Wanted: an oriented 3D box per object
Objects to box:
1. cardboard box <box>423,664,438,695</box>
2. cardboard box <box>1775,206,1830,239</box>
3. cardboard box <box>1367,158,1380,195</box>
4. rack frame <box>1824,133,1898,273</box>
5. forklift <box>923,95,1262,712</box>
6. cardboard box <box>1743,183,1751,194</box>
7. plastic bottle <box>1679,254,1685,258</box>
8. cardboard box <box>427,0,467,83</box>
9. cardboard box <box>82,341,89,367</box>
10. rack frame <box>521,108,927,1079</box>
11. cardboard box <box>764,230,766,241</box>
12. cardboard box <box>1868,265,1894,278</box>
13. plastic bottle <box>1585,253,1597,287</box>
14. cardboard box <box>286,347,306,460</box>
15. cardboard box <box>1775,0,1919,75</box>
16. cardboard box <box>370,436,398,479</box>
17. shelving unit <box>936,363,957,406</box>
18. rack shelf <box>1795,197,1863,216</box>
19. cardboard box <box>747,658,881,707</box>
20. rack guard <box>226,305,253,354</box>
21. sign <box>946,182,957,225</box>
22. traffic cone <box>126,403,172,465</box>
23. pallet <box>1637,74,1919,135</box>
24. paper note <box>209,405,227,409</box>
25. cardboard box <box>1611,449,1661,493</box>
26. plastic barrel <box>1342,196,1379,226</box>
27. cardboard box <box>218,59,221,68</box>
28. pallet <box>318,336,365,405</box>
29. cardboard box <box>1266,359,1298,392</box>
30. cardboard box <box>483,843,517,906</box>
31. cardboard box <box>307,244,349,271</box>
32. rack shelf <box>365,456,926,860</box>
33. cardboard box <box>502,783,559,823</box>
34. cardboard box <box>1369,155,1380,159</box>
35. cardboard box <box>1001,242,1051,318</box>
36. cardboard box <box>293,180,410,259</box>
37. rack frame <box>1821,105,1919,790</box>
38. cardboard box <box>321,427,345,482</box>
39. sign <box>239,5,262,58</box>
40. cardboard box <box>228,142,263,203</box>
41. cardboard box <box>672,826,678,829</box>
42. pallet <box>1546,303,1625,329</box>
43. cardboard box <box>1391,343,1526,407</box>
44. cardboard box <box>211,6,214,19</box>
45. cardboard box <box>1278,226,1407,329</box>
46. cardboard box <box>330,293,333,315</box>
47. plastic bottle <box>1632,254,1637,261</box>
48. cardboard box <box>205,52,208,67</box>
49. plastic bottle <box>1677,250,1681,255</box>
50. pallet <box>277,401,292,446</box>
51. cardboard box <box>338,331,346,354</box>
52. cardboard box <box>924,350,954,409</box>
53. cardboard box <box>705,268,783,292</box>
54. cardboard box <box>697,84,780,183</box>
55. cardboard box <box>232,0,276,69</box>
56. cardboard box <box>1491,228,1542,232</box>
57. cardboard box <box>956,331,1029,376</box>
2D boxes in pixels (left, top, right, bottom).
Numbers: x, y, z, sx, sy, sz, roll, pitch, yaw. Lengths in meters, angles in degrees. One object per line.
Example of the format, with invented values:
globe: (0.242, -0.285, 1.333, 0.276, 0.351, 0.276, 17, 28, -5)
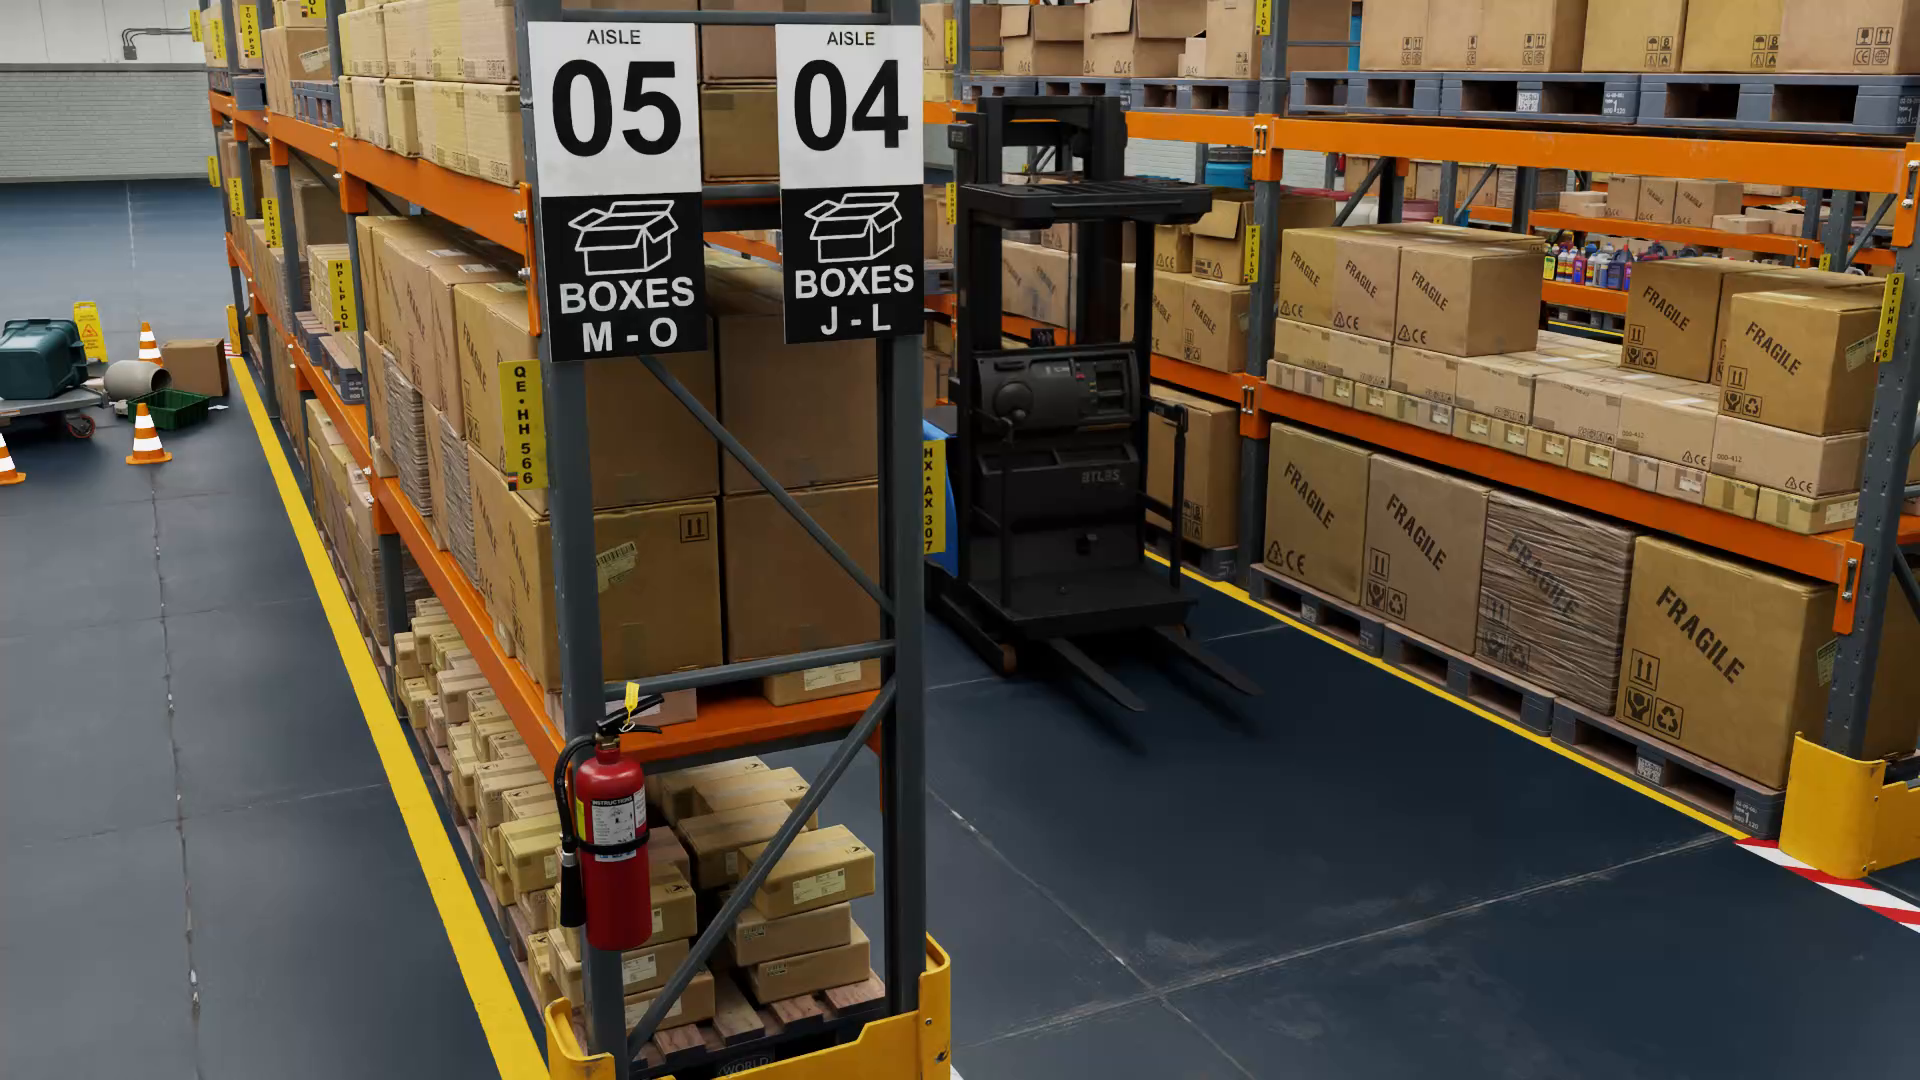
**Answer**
cardboard box: (-2.264, 0.577, 7.669, 0.380, 0.149, 0.250, -8, 18, -25)
cardboard box: (9.210, -3.444, 17.975, 0.500, 0.311, 0.500, -6, 17, -21)
cardboard box: (6.253, -5.176, 23.668, 0.700, 0.500, 0.500, -7, 17, -23)
rack frame: (6.628, -1.802, 12.091, 1.000, 3.000, 0.127, -8, 18, -25)
forklift: (0.612, -0.828, 8.821, 1.130, 2.935, 3.031, -6, 17, -19)
cardboard box: (11.338, -5.125, 23.909, 0.500, 0.250, 0.500, -8, 18, -25)
plastic bottle: (6.020, -2.251, 13.889, 0.097, 0.271, 0.097, 0, 16, 0)
cardboard box: (-1.230, -1.457, 4.818, 0.500, 0.250, 0.500, -8, 18, -26)
cardboard box: (-8.944, -1.652, 16.093, 0.637, 0.503, 0.797, 7, 17, 23)
rack frame: (-0.575, 0.363, 4.548, 1.000, 3.000, 0.127, -8, 18, -25)
cardboard box: (-1.844, -3.216, 17.476, 0.380, 0.149, 0.250, -8, 18, -25)
cardboard box: (12.638, -3.690, 22.405, 0.700, 0.500, 0.500, -8, 18, -26)
plastic bottle: (5.307, -2.267, 13.945, 0.097, 0.271, 0.097, 0, 16, 0)
cardboard box: (-4.651, -1.119, 13.030, 1.050, 0.750, 0.750, -7, 18, -24)
cardboard box: (3.652, -2.074, 6.476, 0.700, 0.500, 0.500, -9, 18, -28)
cardboard box: (-2.497, -0.398, 7.656, 0.380, 0.149, 0.250, -7, 17, -23)
shelving unit: (-0.006, -0.580, 11.098, 0.258, 1.200, 0.189, -8, 18, -25)
rack shelf: (12.905, -4.141, 21.546, 1.077, 0.370, 4.000, -8, 18, -25)
cardboard box: (-0.422, 0.364, 5.000, 0.380, 0.149, 0.250, -8, 18, -25)
rack guard: (-7.595, -2.409, 18.738, 1.175, 0.500, 0.348, -8, 18, -25)
sign: (-0.060, -2.645, 13.076, 0.100, 0.325, 0.005, -8, 18, -25)
traffic cone: (-6.602, -0.878, 13.472, 0.336, 0.463, 0.334, -8, 18, -25)
pallet: (3.594, -1.793, 6.784, 1.003, 0.211, 1.213, -8, 18, -25)
paper note: (-6.940, -1.243, 15.525, 0.142, 0.020, 0.147, 7, 17, 23)
cardboard box: (3.143, -0.328, 7.411, 0.380, 0.149, 0.250, -7, 18, -24)
plastic barrel: (4.049, -3.181, 16.695, 0.421, 0.512, 0.421, 0, 16, 0)
cardboard box: (-6.616, -4.425, 15.307, 0.380, 0.149, 0.250, -8, 18, -25)
pallet: (-3.175, -1.043, 9.793, 1.003, 0.211, 1.213, -8, 18, -25)
cardboard box: (2.006, -0.969, 9.644, 0.380, 0.149, 0.250, -8, 18, -25)
cardboard box: (-1.523, 1.183, 6.096, 0.380, 0.149, 0.250, -9, 18, -27)
cardboard box: (-4.049, -1.849, 10.870, 0.380, 0.149, 0.250, -8, 18, -25)
rack shelf: (-1.451, 0.213, 6.375, 1.077, 0.370, 4.000, -8, 18, -25)
cardboard box: (-1.377, 0.955, 5.814, 0.380, 0.149, 0.250, -8, 18, -27)
cardboard box: (6.030, -5.484, 23.566, 0.380, 0.149, 0.250, -8, 18, -25)
cardboard box: (0.620, -1.962, 12.468, 0.500, 0.500, 0.500, -8, 18, -26)
cardboard box: (-4.267, -2.262, 11.700, 0.700, 0.500, 0.500, -8, 18, -25)
rack frame: (3.928, -0.211, 6.549, 1.000, 3.000, 0.127, -8, 18, -25)
cardboard box: (-3.568, -0.531, 10.075, 0.500, 0.250, 0.500, -8, 18, -24)
sign: (-4.582, -3.284, 10.737, 0.100, 0.325, 0.005, -8, 18, -25)
cardboard box: (-6.308, -3.422, 15.506, 0.875, 0.550, 0.550, -8, 18, -25)
cardboard box: (-0.844, 1.026, 6.105, 0.380, 0.149, 0.250, -7, 17, -23)
pallet: (7.936, -2.865, 20.850, 1.003, 0.211, 1.213, -8, 18, -25)
cardboard box: (2.592, -0.874, 8.591, 0.500, 0.250, 0.500, -7, 18, -24)
cardboard box: (-6.723, -4.870, 15.412, 0.380, 0.149, 0.250, -8, 18, -25)
cardboard box: (2.156, -1.485, 9.360, 0.500, 0.500, 0.500, -8, 18, -25)
cardboard box: (-3.483, -1.381, 9.781, 0.380, 0.149, 0.250, -8, 18, -25)
plastic bottle: (5.870, -2.392, 14.509, 0.097, 0.201, 0.097, 0, 16, 0)
cardboard box: (-7.722, -5.051, 17.490, 0.380, 0.149, 0.250, -8, 18, -24)
plastic bottle: (6.077, -2.326, 14.131, 0.061, 0.283, 0.133, -8, 18, -25)
pallet: (-5.426, -1.090, 14.666, 1.003, 0.211, 1.213, -8, 18, -25)
cardboard box: (-3.370, -1.173, 9.595, 0.380, 0.149, 0.250, -8, 18, -27)
cardboard box: (0.112, -1.369, 14.316, 0.700, 0.500, 0.500, -9, 18, -28)
cardboard box: (-0.760, -0.576, 5.288, 0.500, 0.500, 0.500, -7, 17, -23)
cardboard box: (-0.542, -1.149, 4.650, 0.500, 0.250, 0.500, -7, 17, -23)
cardboard box: (-5.093, -3.758, 12.345, 0.500, 0.500, 0.500, -8, 18, -25)
cardboard box: (7.430, -3.899, 22.265, 0.500, 0.500, 0.500, -8, 18, -25)
cardboard box: (0.707, -1.202, 13.091, 1.225, 0.875, 0.875, -9, 18, -27)
